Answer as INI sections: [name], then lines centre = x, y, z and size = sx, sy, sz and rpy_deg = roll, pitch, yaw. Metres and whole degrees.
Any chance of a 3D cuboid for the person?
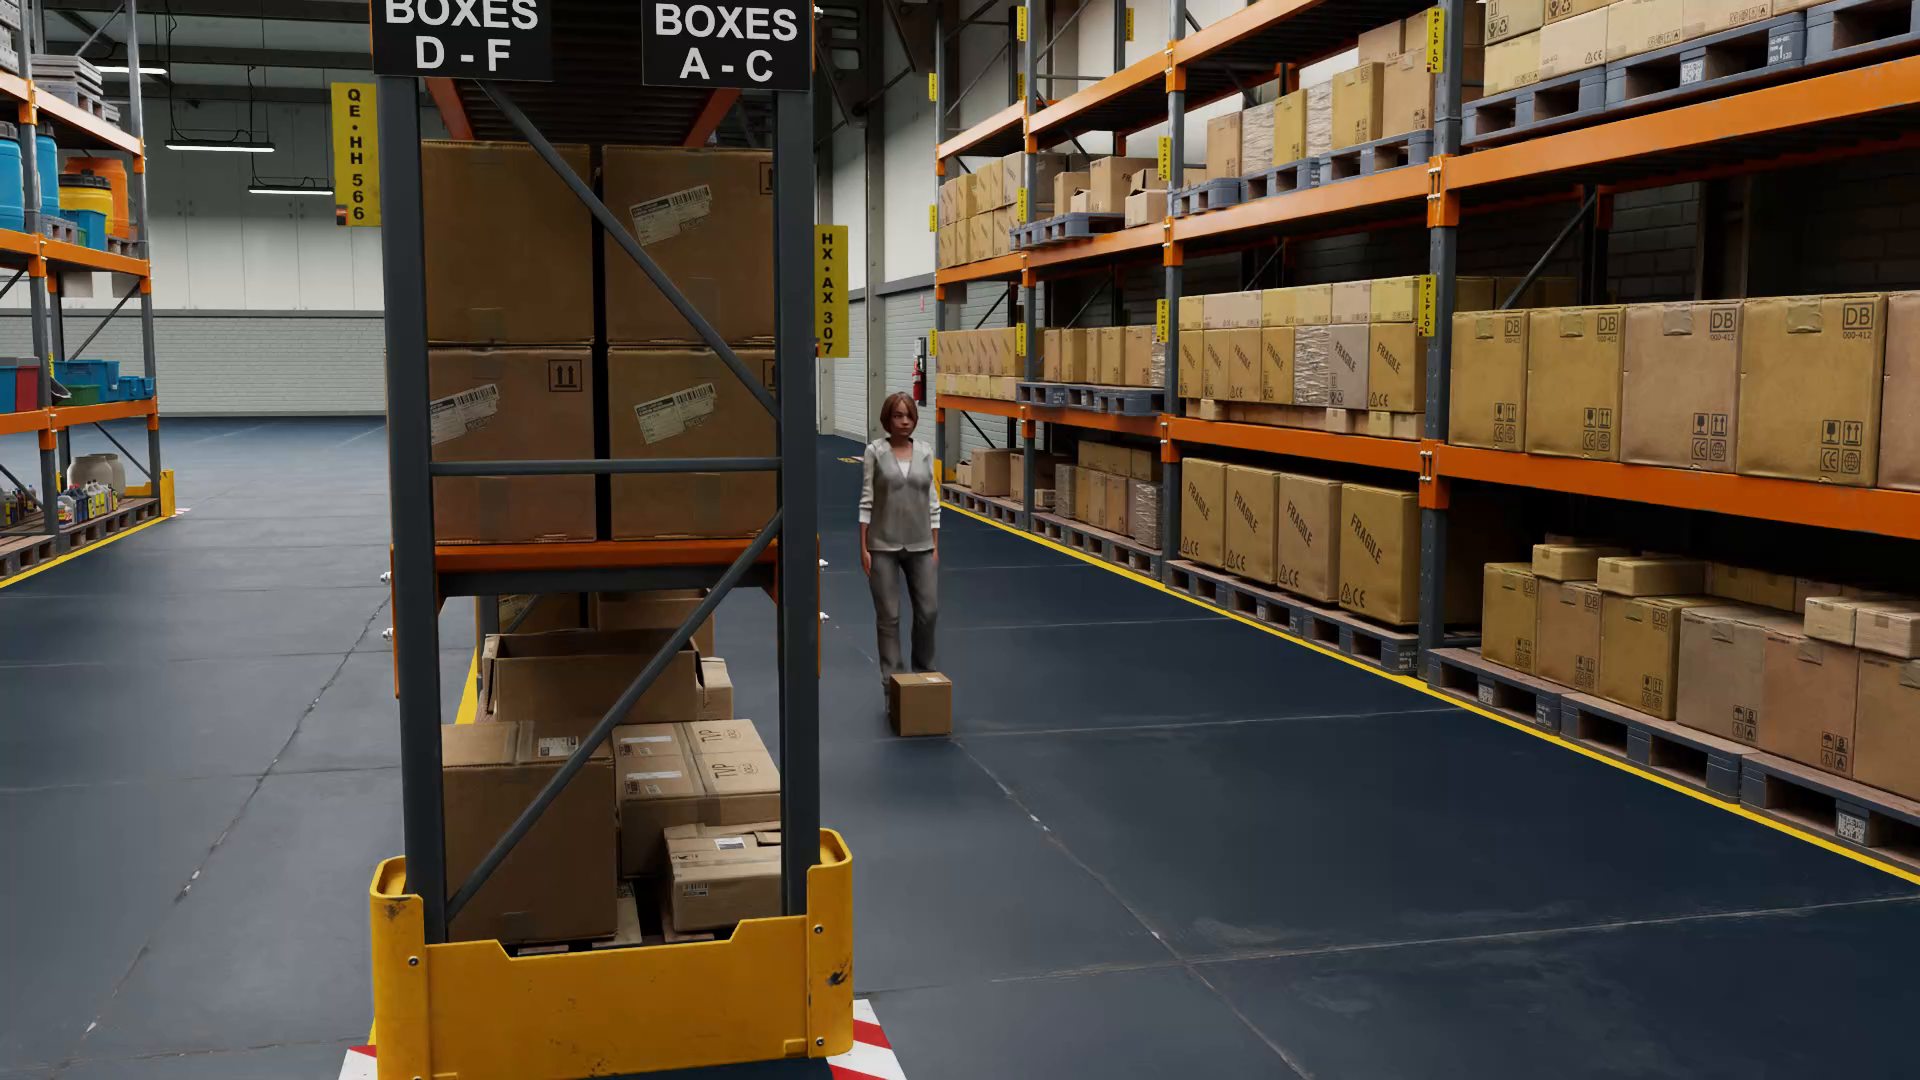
[person]
centre = -0.296, 0.091, 8.318
size = 0.424, 1.662, 0.432
rpy_deg = -2, 7, -13
